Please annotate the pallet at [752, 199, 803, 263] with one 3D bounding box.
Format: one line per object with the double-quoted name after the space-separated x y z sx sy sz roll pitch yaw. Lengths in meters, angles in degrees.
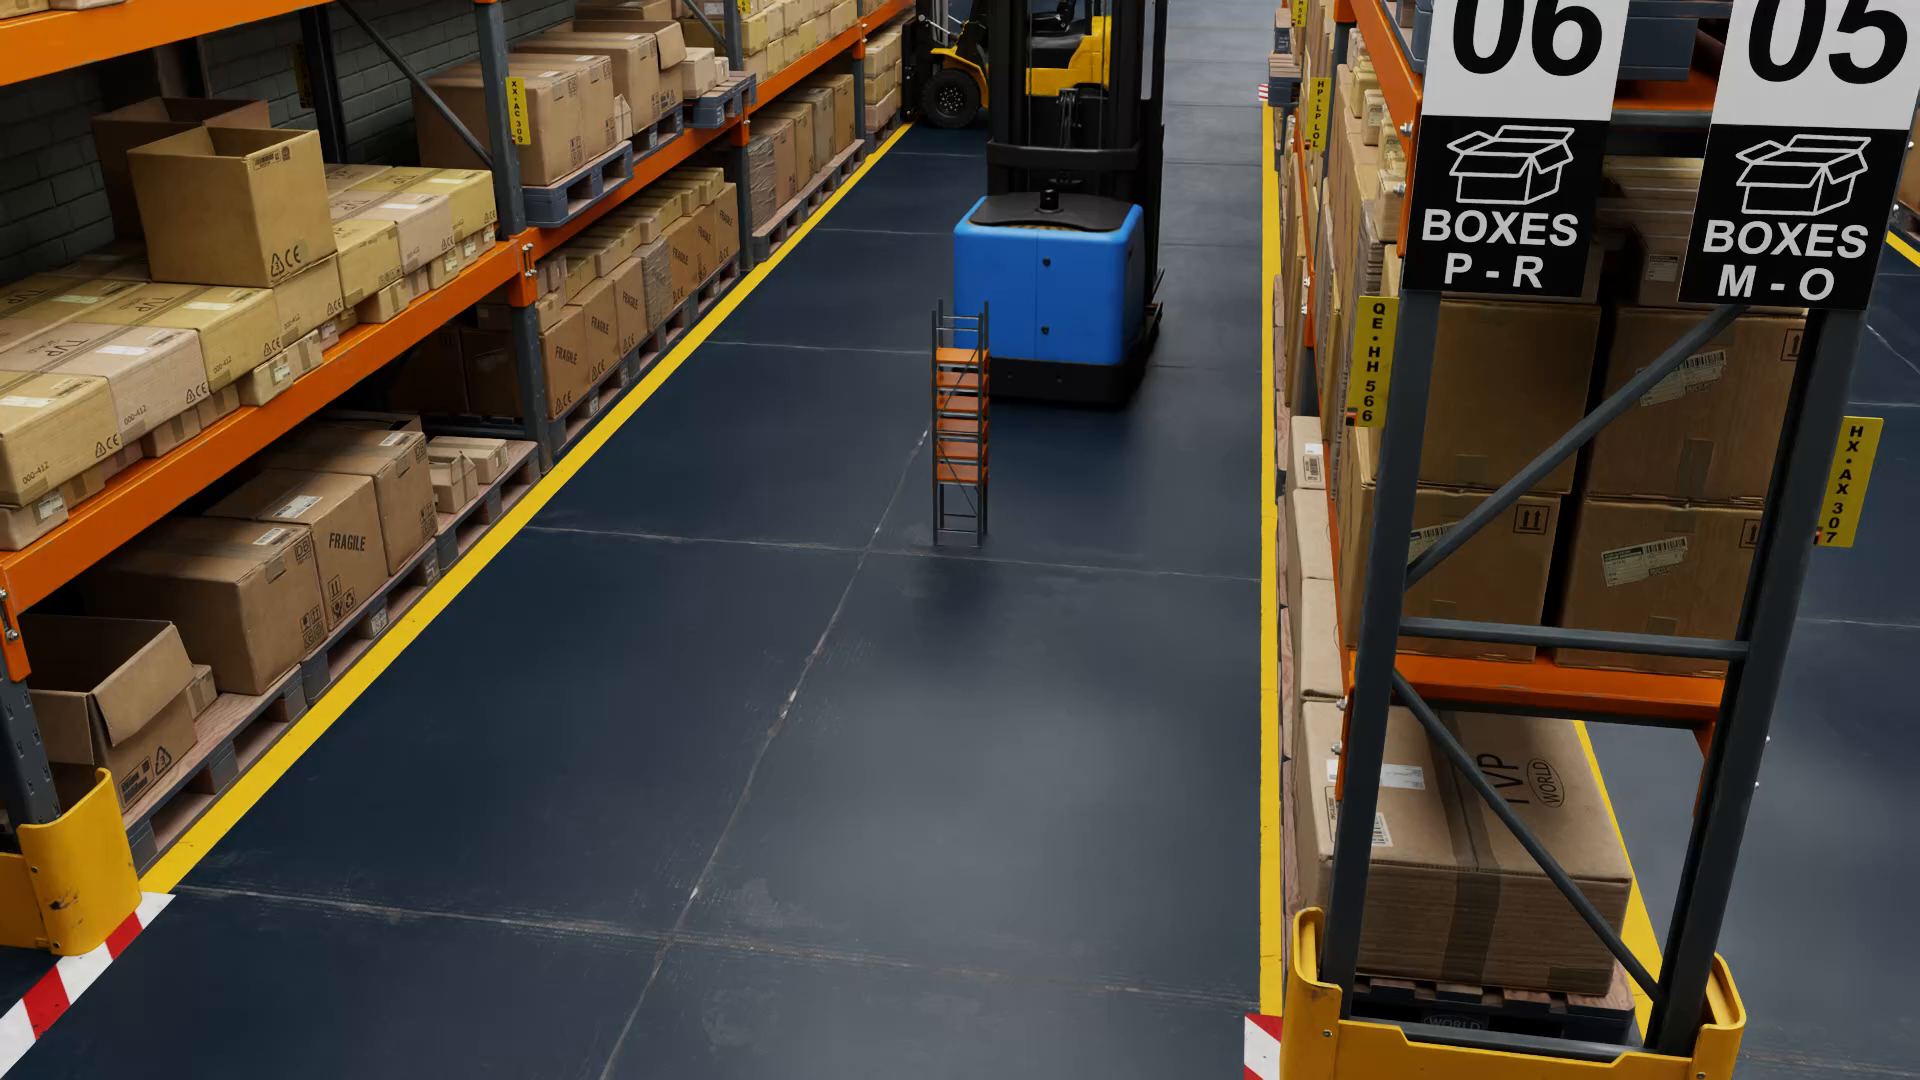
-1.898 -2.514 13.371 1.003 0.211 1.213 4 25 9 "pallet"

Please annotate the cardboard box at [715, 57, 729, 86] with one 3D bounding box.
-1.800 -3.210 11.371 0.380 0.149 0.250 4 25 9 "cardboard box"

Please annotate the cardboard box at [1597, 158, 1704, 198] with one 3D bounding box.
2.004 -0.995 4.774 0.380 0.149 0.250 3 25 7 "cardboard box"

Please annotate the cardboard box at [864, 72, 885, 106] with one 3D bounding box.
-1.034 -4.460 16.399 0.500 0.250 0.500 4 25 8 "cardboard box"

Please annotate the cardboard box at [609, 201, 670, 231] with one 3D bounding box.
-2.131 -2.128 10.945 0.380 0.149 0.250 4 25 8 "cardboard box"

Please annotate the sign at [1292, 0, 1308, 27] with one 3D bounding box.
2.290 -3.615 11.162 0.100 0.325 0.005 4 25 9 "sign"

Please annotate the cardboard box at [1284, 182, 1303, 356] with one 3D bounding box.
2.482 -1.665 10.279 0.875 0.875 0.875 4 25 9 "cardboard box"

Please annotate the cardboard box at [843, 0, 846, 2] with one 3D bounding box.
-1.245 -5.043 15.073 0.500 0.250 0.500 3 25 7 "cardboard box"

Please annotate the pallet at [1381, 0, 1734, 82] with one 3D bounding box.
1.630 -1.376 4.218 1.003 0.211 1.213 4 25 9 "pallet"

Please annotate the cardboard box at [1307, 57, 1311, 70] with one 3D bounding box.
2.415 -2.840 10.367 0.500 0.250 0.500 5 25 10 "cardboard box"

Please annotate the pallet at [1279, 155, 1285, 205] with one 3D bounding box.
3.354 -3.177 14.788 1.003 0.211 1.213 4 25 9 "pallet"

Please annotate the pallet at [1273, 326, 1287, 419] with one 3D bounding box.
2.422 -0.996 10.130 1.003 0.211 1.213 4 25 9 "pallet"

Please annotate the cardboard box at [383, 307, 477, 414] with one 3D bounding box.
-2.936 -1.046 9.399 0.500 0.500 0.500 4 25 8 "cardboard box"

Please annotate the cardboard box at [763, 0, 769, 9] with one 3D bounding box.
-1.669 -4.108 12.605 0.380 0.149 0.250 5 25 10 "cardboard box"

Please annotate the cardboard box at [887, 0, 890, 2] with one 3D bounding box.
-0.937 -5.751 16.881 0.500 0.500 0.500 4 25 8 "cardboard box"

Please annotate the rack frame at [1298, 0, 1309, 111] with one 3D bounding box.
2.827 -3.093 11.319 1.000 3.000 0.127 4 25 9 "rack frame"

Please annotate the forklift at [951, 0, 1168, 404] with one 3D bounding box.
0.769 -2.730 10.626 1.130 2.935 3.031 5 26 11 "forklift"

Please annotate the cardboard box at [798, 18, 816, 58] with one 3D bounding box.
-1.507 -4.178 13.815 0.500 0.250 0.500 5 26 10 "cardboard box"

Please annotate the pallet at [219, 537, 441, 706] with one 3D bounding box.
-3.035 0.300 7.360 1.003 0.211 1.213 4 25 9 "pallet"

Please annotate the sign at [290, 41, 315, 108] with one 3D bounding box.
-3.273 -2.323 8.309 0.100 0.325 0.005 4 25 9 "sign"

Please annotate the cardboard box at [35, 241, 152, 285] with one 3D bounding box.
-3.308 -1.008 6.690 0.500 0.250 0.500 4 25 8 "cardboard box"

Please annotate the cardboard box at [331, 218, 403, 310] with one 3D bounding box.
-2.729 -1.181 7.060 0.500 0.250 0.500 4 25 8 "cardboard box"

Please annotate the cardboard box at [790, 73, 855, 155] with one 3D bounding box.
-1.491 -4.004 15.571 0.875 0.625 0.625 5 26 11 "cardboard box"

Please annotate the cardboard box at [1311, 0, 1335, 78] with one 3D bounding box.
2.248 -2.767 9.326 0.500 0.500 0.500 4 25 9 "cardboard box"

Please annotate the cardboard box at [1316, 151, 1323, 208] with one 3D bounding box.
2.005 -1.779 8.100 0.500 0.250 0.500 4 25 8 "cardboard box"

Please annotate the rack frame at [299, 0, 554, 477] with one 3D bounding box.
-2.725 -1.762 8.476 1.000 3.000 0.127 4 25 9 "rack frame"

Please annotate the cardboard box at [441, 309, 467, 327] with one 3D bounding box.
-2.949 -1.288 9.151 0.380 0.149 0.250 3 25 6 "cardboard box"

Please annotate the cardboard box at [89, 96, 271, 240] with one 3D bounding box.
-3.231 -1.564 6.994 0.500 0.500 0.500 3 25 7 "cardboard box"

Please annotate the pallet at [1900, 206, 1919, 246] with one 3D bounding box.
8.131 -2.362 13.048 1.003 0.211 1.213 4 25 9 "pallet"

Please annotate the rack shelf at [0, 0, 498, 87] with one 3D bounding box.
-3.052 -1.958 6.206 1.077 0.370 4.000 4 25 9 "rack shelf"

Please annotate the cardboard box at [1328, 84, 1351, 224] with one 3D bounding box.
1.767 -1.525 6.671 0.500 0.500 0.500 4 25 8 "cardboard box"

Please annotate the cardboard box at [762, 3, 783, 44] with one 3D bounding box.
-1.674 -3.971 12.783 0.500 0.250 0.500 5 26 10 "cardboard box"

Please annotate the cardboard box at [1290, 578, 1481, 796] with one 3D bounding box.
1.670 0.557 6.048 0.875 0.438 0.875 5 25 10 "cardboard box"

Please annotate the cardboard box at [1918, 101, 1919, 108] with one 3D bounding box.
8.368 -3.370 14.070 1.050 0.750 0.750 4 25 8 "cardboard box"

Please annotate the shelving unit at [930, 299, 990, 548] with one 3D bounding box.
0.002 -0.549 8.009 0.258 1.200 0.189 4 25 9 "shelving unit"

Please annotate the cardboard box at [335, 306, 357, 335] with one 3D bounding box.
-2.804 -0.960 7.058 0.380 0.149 0.250 4 25 9 "cardboard box"

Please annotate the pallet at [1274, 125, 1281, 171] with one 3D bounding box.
3.555 -3.786 16.089 1.003 0.211 1.213 4 25 9 "pallet"

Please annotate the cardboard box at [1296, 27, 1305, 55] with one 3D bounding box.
2.627 -3.672 11.593 0.500 0.500 0.500 3 25 7 "cardboard box"

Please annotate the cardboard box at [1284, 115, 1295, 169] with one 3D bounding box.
3.397 -3.546 14.892 0.950 0.372 0.625 4 25 9 "cardboard box"

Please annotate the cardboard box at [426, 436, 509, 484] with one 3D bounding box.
-2.526 -0.408 8.450 0.380 0.149 0.250 3 25 7 "cardboard box"

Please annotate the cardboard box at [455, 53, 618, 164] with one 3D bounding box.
-2.340 -2.401 9.228 0.700 0.500 0.500 4 25 9 "cardboard box"

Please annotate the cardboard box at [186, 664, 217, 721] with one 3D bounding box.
-3.077 0.588 6.324 0.380 0.149 0.250 3 25 6 "cardboard box"

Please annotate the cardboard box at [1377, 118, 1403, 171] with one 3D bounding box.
1.535 -1.240 5.298 0.380 0.149 0.250 5 25 10 "cardboard box"

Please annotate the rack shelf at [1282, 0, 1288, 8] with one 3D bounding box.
3.807 -5.276 16.832 1.077 0.370 4.000 4 25 9 "rack shelf"

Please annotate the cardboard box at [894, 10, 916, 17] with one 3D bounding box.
-0.609 -5.750 18.565 0.500 0.250 0.500 4 25 9 "cardboard box"

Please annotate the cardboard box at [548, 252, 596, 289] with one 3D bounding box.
-2.373 -1.590 9.797 0.380 0.149 0.250 4 25 8 "cardboard box"

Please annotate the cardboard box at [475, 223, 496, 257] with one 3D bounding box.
-2.528 -1.497 8.207 0.380 0.149 0.250 4 25 9 "cardboard box"

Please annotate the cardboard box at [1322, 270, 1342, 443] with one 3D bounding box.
1.580 -0.654 5.990 0.500 0.500 0.500 5 26 10 "cardboard box"

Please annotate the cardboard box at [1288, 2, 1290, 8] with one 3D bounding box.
3.395 -5.232 16.187 0.380 0.149 0.250 4 25 8 "cardboard box"

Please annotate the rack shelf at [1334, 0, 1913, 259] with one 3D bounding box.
1.846 -1.616 5.474 1.077 0.370 4.000 4 25 9 "rack shelf"

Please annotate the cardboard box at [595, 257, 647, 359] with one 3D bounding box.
-2.260 -1.439 10.238 0.500 0.500 0.500 3 25 7 "cardboard box"

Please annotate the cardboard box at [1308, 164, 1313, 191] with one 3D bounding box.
2.183 -1.979 9.117 0.500 0.250 0.500 3 25 7 "cardboard box"

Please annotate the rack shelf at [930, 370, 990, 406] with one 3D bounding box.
0.002 -0.727 7.926 0.258 0.103 0.180 4 25 9 "rack shelf"

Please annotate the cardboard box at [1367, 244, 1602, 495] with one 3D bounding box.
1.363 -0.463 4.403 0.500 0.500 0.500 5 26 10 "cardboard box"

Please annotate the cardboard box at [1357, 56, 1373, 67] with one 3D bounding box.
1.738 -1.780 6.451 0.380 0.149 0.250 4 25 8 "cardboard box"

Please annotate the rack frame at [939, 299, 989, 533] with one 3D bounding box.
0.017 -0.588 8.090 0.240 1.200 0.006 4 25 9 "rack frame"

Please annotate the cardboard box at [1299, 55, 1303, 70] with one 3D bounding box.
2.620 -3.440 11.861 0.380 0.149 0.250 4 25 9 "cardboard box"

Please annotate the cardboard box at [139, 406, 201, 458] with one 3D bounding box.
-2.948 -0.417 5.899 0.380 0.149 0.250 5 26 10 "cardboard box"

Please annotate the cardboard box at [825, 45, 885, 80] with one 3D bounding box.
-1.029 -4.686 16.292 0.500 0.250 0.500 4 25 8 "cardboard box"
